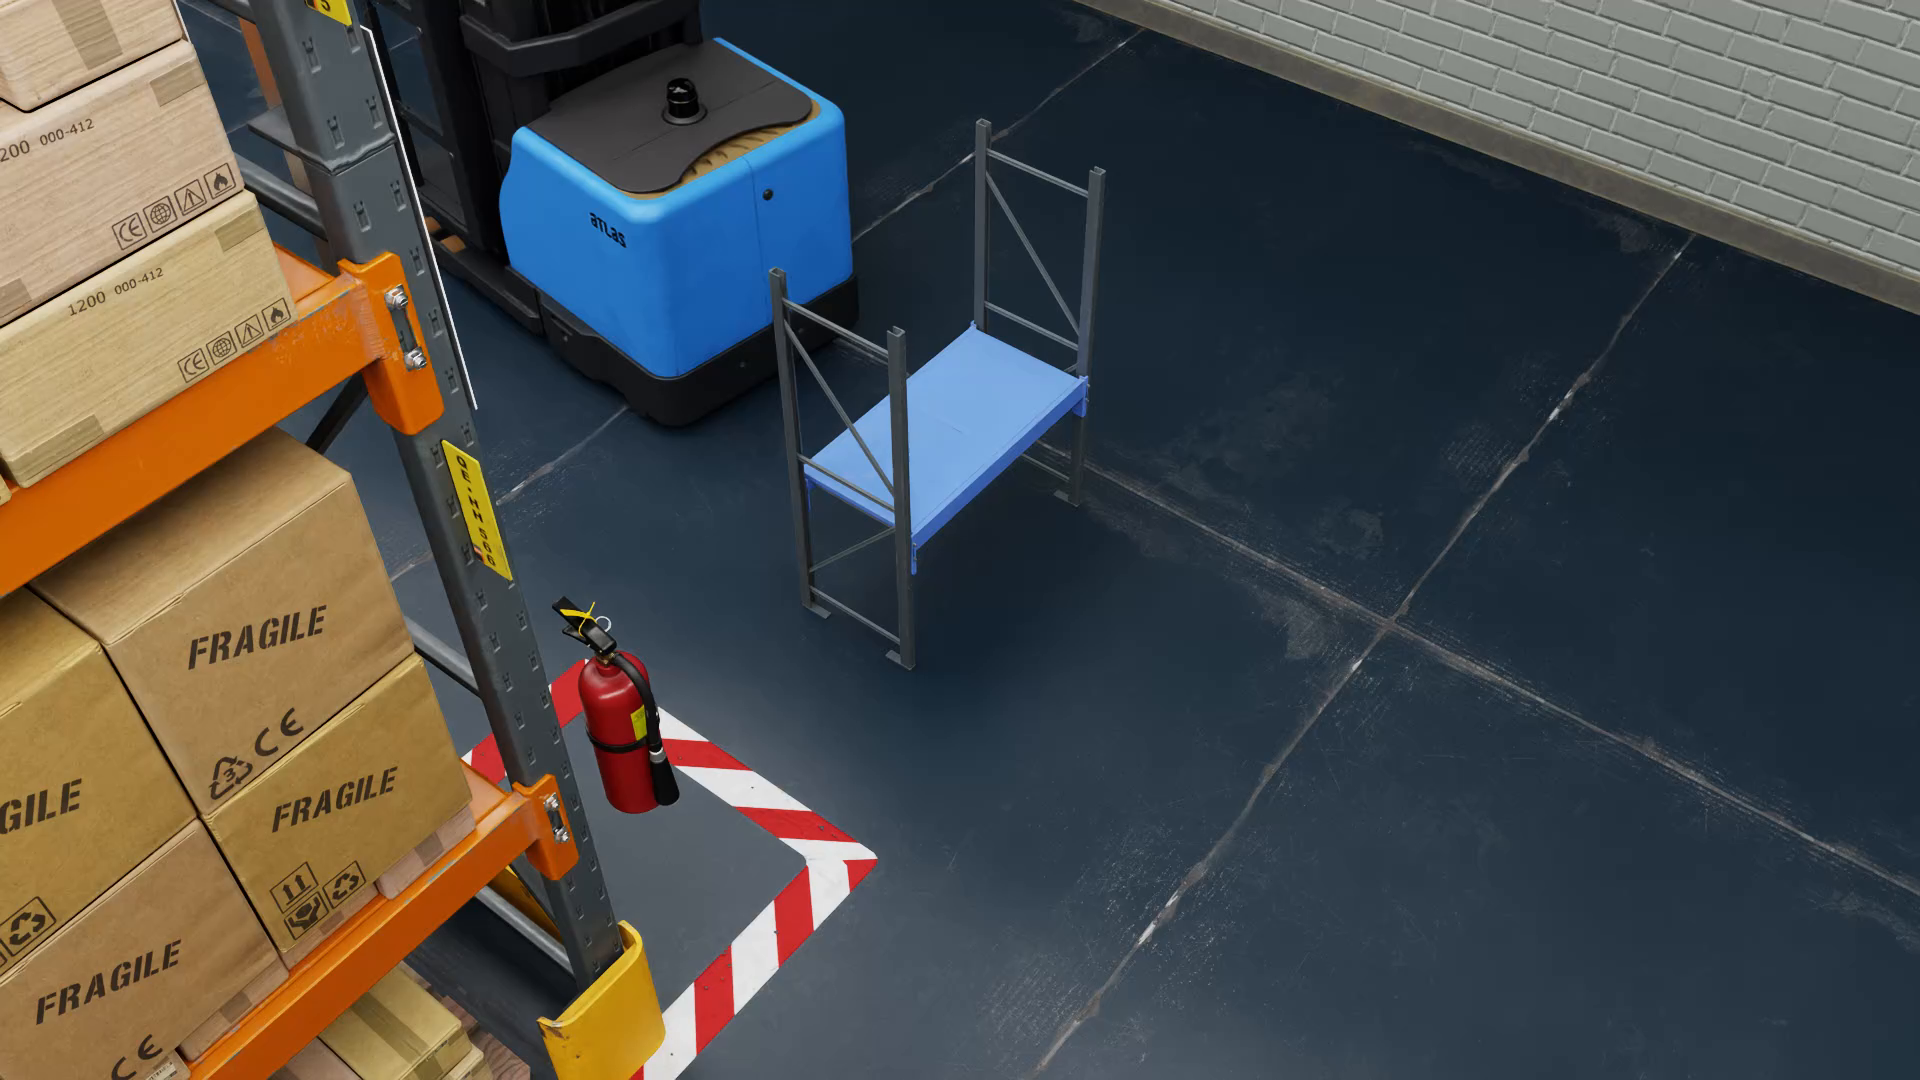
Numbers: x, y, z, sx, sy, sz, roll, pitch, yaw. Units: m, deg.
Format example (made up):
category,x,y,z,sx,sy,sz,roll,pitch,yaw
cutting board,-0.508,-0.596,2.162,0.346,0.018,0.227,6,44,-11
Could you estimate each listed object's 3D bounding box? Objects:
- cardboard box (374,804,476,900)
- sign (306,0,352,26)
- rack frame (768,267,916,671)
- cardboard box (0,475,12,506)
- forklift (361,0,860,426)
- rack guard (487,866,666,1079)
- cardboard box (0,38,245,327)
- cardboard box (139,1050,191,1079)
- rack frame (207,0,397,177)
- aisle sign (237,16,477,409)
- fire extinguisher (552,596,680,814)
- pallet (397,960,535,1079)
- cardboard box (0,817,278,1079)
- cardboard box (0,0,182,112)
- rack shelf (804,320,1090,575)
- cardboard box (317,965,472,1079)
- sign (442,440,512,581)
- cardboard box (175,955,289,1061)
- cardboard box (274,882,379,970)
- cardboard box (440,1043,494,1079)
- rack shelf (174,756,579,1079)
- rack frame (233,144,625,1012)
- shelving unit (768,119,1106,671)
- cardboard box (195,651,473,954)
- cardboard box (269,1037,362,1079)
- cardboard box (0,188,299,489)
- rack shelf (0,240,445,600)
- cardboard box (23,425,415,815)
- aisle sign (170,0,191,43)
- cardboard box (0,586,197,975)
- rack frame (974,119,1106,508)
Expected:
category,x,y,z,sx,sy,sz,roll,pitch,yaw
cardboard box,-1.332,0.597,3.779,0.380,0.149,0.250,29,53,25
sign,-0.930,-0.886,2.335,0.100,0.325,0.005,29,53,25
rack frame,-0.363,-0.178,5.383,0.500,1.500,0.032,29,53,25
cardboard box,-1.732,-0.113,2.313,0.500,0.250,0.500,29,53,25
forklift,-1.820,-2.428,6.542,1.130,2.935,3.031,-36,56,-29
rack guard,-1.403,1.106,4.848,1.175,0.500,0.348,29,53,25
cardboard box,-1.437,-0.582,2.415,0.500,0.250,0.500,28,52,24
cardboard box,-1.793,1.030,3.366,0.380,0.149,0.250,31,54,26
rack frame,-1.357,-1.873,1.816,1.000,3.000,0.127,29,53,25
aisle sign,-1.074,-0.608,2.958,0.394,0.787,0.004,29,53,25
fire extinguisher,-0.837,0.415,4.091,0.296,0.674,0.183,29,53,25
pallet,-1.928,1.655,4.523,1.003,0.211,1.213,29,53,25
cardboard box,-1.747,0.725,3.208,0.500,0.500,0.500,28,53,24
cardboard box,-1.327,-0.775,2.324,0.380,0.149,0.250,29,53,25
rack shelf,-0.052,-0.345,5.791,0.538,0.185,1.000,29,53,25
cardboard box,-1.480,1.248,4.253,0.380,0.149,0.250,30,53,25
sign,-0.930,-0.053,3.207,0.100,0.325,0.005,29,53,25
cardboard box,-1.655,0.873,3.515,0.380,0.149,0.250,29,53,25
cardboard box,-1.514,0.723,3.658,0.380,0.149,0.250,29,53,25
cardboard box,-1.453,1.364,4.348,0.380,0.149,0.250,28,52,24
rack shelf,-2.579,1.592,3.152,1.077,0.370,4.000,29,53,25
rack frame,-1.357,0.199,3.985,1.000,3.000,0.127,29,53,25
shelving unit,-0.052,-0.469,5.661,0.538,1.500,1.048,29,53,25
cardboard box,-1.428,0.433,3.487,0.500,0.500,0.500,30,53,26
cardboard box,-1.679,1.367,4.140,0.380,0.149,0.250,30,53,26
cardboard box,-1.425,-0.408,2.595,0.500,0.250,0.500,28,52,24
rack shelf,-2.579,0.556,2.068,1.077,0.370,4.000,29,53,25
cardboard box,-1.440,0.088,3.125,0.500,0.500,0.500,28,52,24
aisle sign,-1.549,-0.873,3.212,0.394,0.787,0.004,29,53,25
cardboard box,-1.749,0.378,2.848,0.500,0.500,0.500,27,52,24
rack frame,0.259,-0.760,5.939,0.500,1.500,0.032,29,53,25
